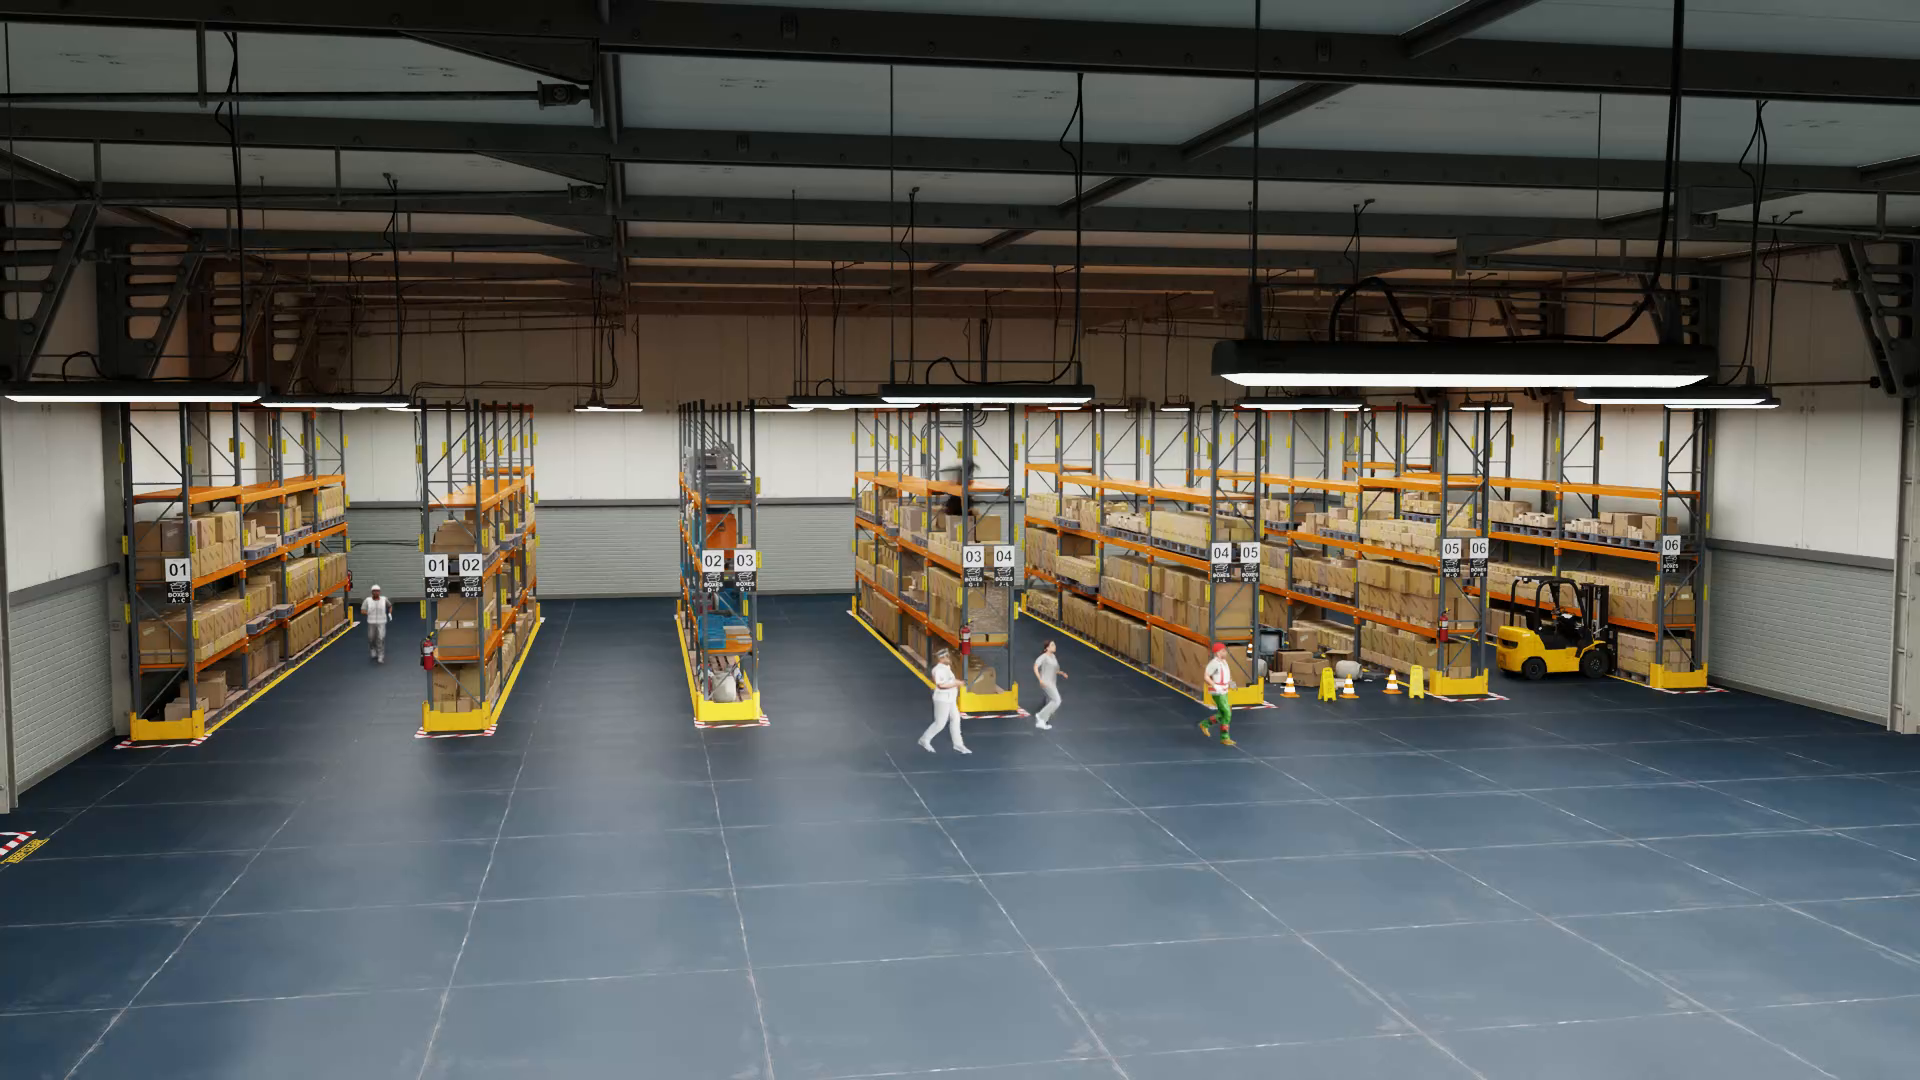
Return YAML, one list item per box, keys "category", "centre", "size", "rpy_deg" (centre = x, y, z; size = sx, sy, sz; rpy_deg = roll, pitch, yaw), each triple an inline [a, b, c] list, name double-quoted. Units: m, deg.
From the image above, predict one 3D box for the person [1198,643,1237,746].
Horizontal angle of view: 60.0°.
- category: "person"
  centre: [4.460, 2.662, 28.892]
  size: [0.741, 1.767, 0.667]
  rpy_deg: [2, 5, 30]

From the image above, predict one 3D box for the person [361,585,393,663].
- category: "person"
  centre: [-13.458, 1.921, 38.372]
  size: [0.696, 1.761, 0.991]
  rpy_deg: [-1, 5, -18]

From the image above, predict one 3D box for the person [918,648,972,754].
- category: "person"
  centre: [-0.260, 2.707, 27.933]
  size: [0.898, 1.805, 0.635]
  rpy_deg: [1, 4, 13]

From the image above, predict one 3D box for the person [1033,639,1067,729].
- category: "person"
  centre: [1.645, 2.618, 30.123]
  size: [0.576, 1.626, 0.573]
  rpy_deg: [2, 5, 25]

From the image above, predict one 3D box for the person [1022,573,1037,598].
- category: "person"
  centre: [2.096, 1.171, 49.938]
  size: [0.495, 1.607, 0.632]
  rpy_deg: [1, 5, 17]
